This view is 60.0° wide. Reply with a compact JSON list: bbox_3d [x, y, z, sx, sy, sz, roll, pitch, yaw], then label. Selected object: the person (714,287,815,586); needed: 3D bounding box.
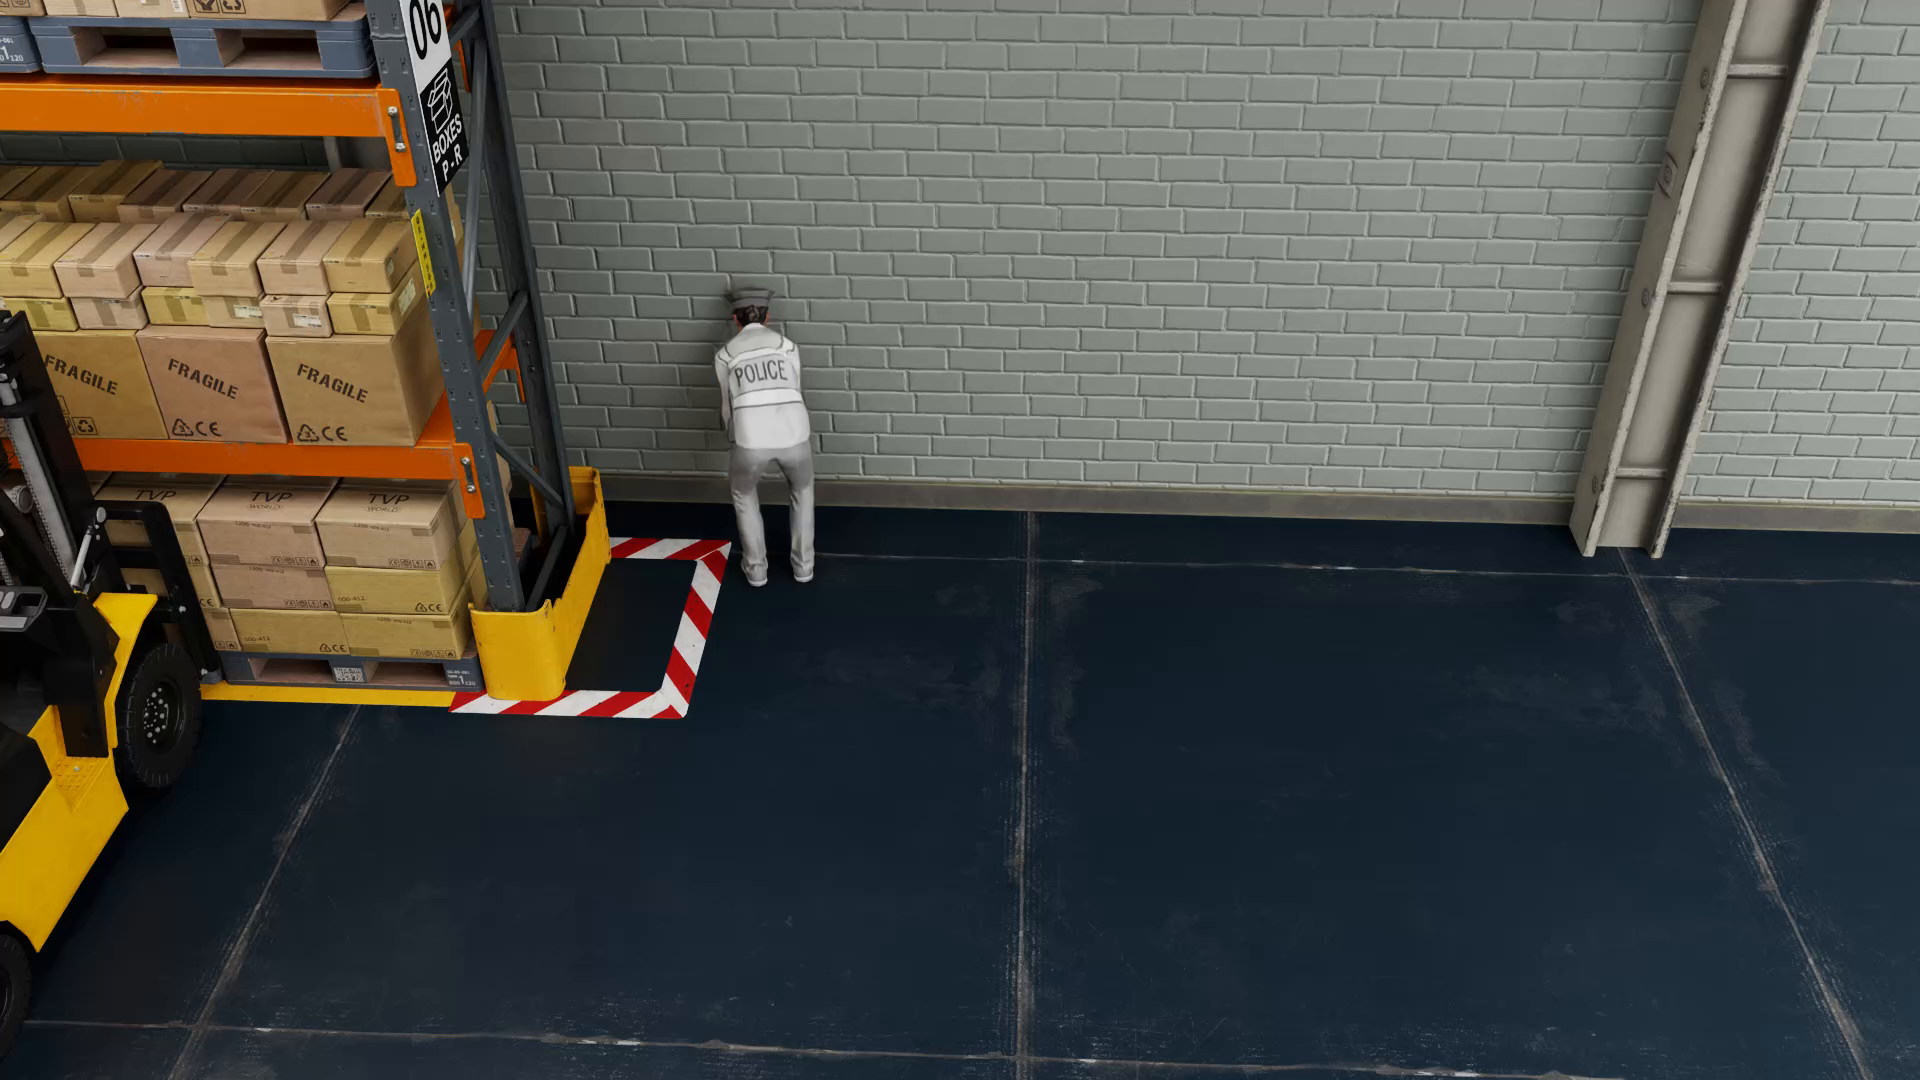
[{"bbox_3d":[-0.945,-0.505,8.079,0.417,1.356,0.849,-7,36,-9],"label":"person"}]
